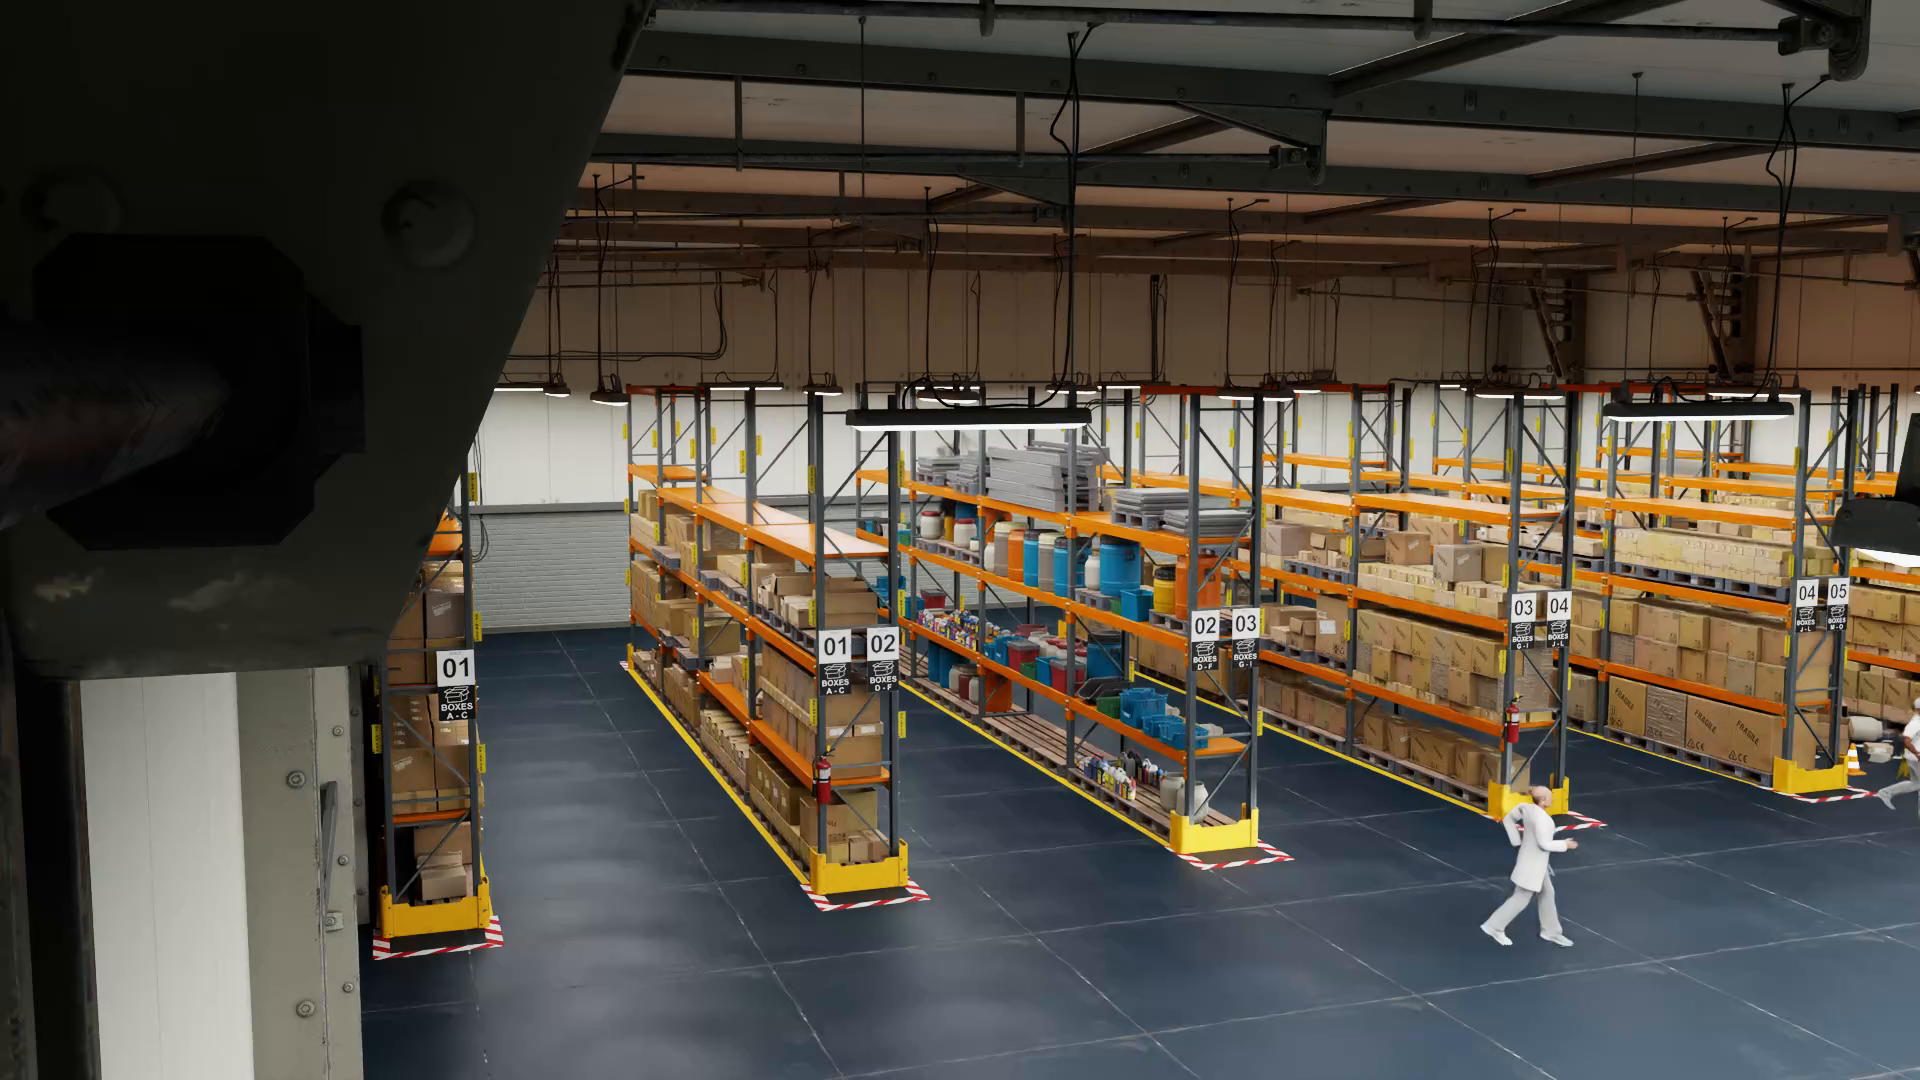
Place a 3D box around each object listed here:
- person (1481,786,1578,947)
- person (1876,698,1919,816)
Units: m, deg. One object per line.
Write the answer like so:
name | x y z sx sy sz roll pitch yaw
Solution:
person | 6.210 3.566 18.116 1.017 1.800 0.660 1 6 8
person | 13.322 3.046 23.236 0.864 1.759 0.696 4 7 34
